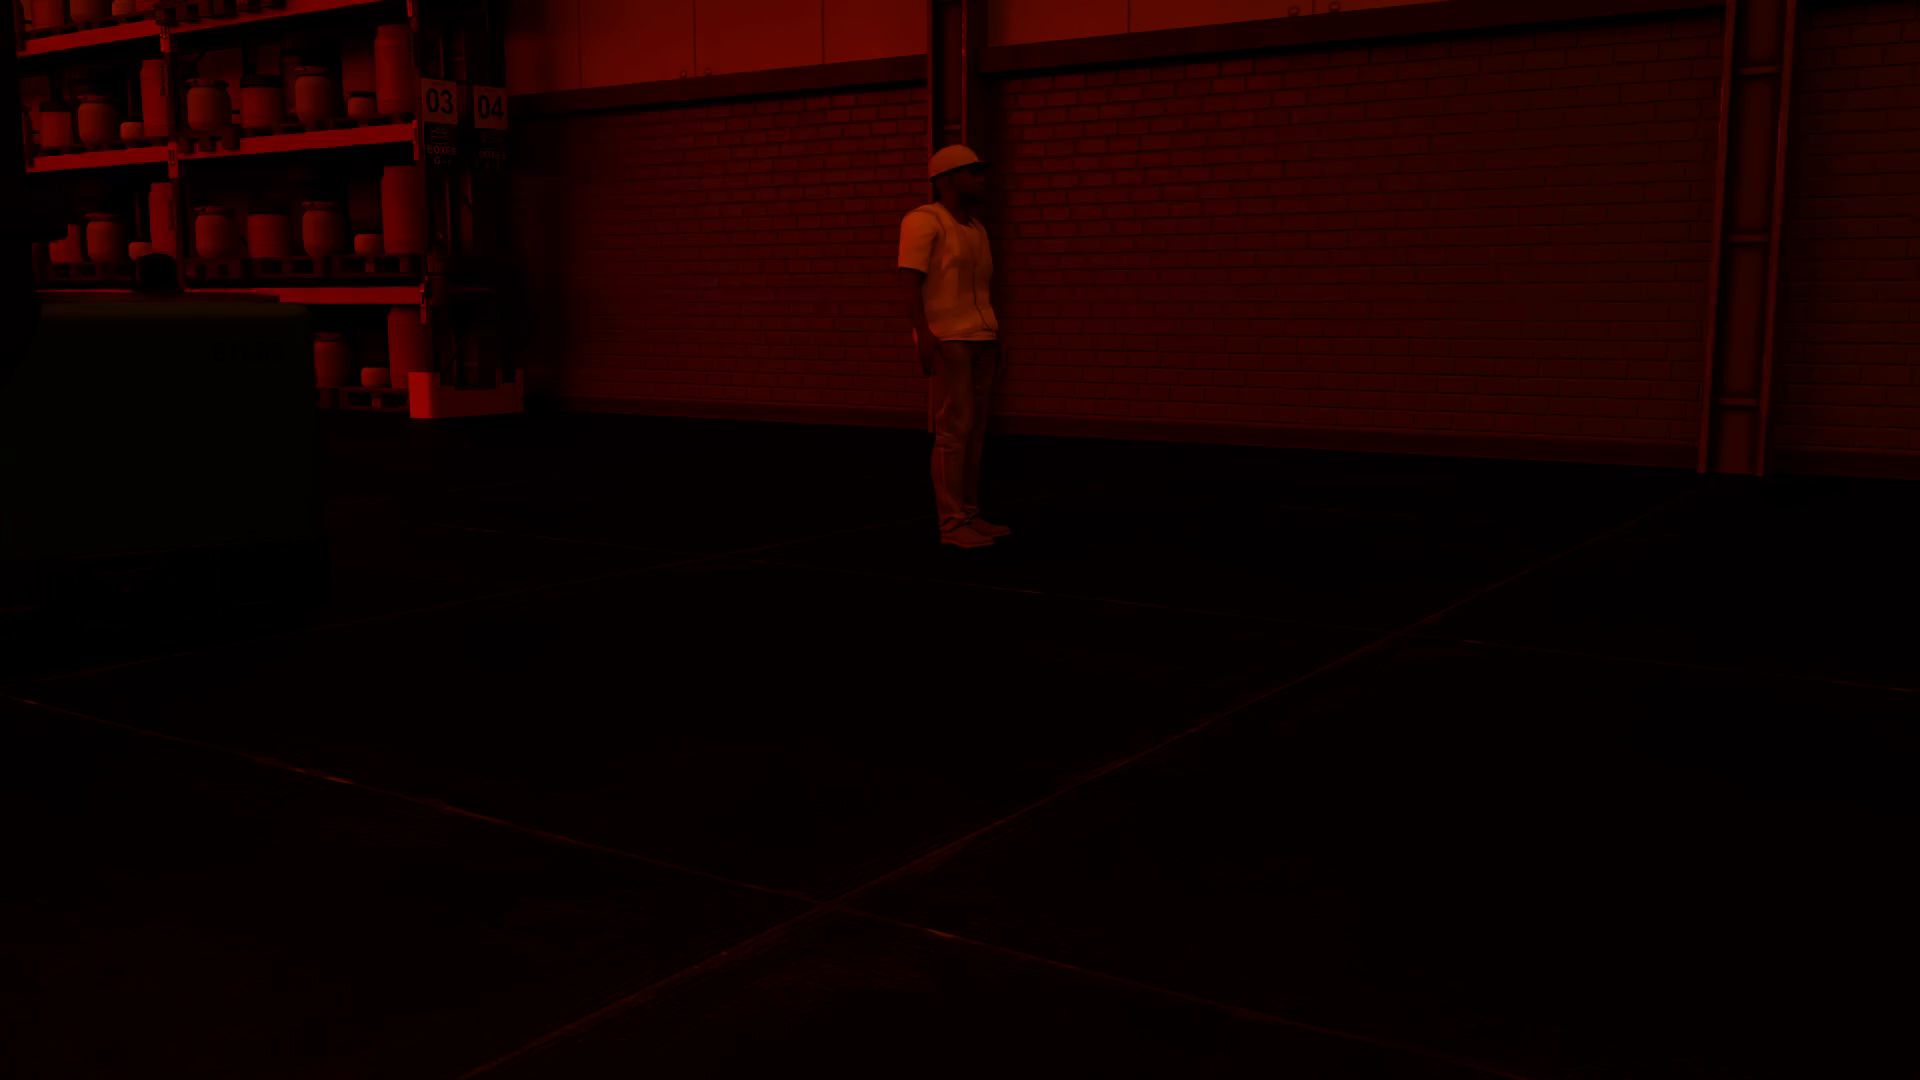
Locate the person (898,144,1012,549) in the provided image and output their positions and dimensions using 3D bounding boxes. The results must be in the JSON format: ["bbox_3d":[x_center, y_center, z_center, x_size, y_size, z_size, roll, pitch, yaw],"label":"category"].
[{"bbox_3d":[0.054,-0.876,7.435,0.577,1.765,0.665,5,10,34],"label":"person"}]

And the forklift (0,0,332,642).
[{"bbox_3d":[-3.610,-1.097,4.909,3.031,2.935,1.130,-6,10,-34],"label":"forklift"}]
